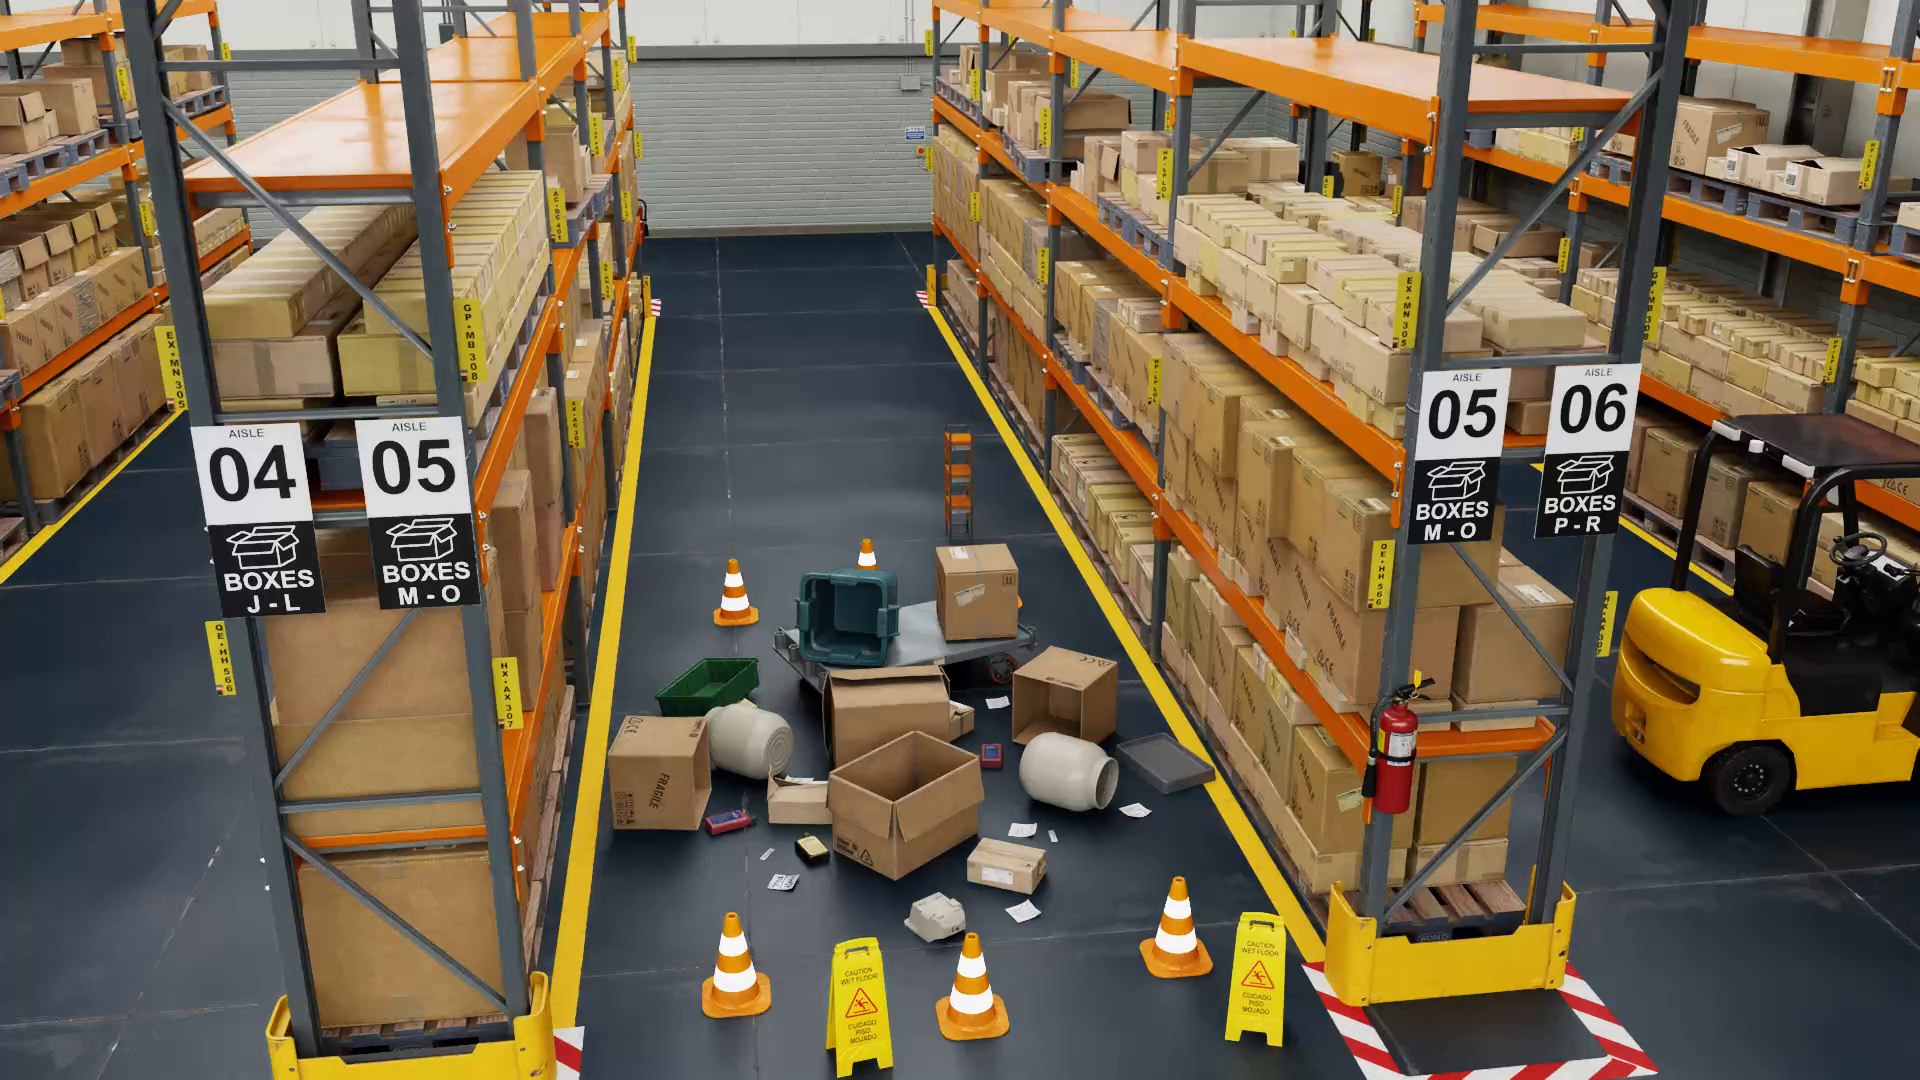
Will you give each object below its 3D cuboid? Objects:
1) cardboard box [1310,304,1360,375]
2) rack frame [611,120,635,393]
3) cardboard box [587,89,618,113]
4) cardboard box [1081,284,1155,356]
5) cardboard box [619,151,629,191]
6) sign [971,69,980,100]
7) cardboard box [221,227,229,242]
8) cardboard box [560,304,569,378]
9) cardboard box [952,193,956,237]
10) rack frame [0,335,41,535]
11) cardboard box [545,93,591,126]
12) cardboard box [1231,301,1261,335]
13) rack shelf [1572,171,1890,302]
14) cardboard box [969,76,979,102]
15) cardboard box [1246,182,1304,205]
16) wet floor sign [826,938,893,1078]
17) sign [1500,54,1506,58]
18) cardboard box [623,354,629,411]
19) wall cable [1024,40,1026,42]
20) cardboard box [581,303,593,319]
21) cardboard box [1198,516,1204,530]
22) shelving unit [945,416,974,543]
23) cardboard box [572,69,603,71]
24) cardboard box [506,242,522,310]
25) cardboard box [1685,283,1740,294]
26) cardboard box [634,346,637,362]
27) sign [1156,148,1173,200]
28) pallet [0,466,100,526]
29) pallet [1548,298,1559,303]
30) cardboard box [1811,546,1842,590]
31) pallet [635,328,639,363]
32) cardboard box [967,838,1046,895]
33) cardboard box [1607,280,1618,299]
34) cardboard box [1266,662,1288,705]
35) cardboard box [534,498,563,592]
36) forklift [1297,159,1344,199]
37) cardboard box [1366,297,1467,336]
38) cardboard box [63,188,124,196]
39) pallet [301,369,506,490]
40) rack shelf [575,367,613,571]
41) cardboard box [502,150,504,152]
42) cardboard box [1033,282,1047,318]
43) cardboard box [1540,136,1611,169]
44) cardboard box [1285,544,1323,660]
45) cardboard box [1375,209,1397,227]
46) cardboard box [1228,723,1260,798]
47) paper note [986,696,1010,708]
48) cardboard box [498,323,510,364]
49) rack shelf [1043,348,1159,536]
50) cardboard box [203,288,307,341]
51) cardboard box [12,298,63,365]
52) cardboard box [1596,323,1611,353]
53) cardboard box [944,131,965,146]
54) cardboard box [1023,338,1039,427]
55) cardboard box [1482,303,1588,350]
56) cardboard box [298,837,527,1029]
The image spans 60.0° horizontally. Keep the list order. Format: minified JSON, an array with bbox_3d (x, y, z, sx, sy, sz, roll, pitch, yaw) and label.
[{"bbox_3d":[2.049,-0.988,8.150,0.500,0.250,0.500,-3,21,-8],"label":"cardboard box"},{"bbox_3d":[-4.166,-3.045,18.157,1.000,3.000,0.127,-3,21,-8],"label":"rack frame"},{"bbox_3d":[-3.998,-4.793,18.049,0.500,0.250,0.500,-2,21,-6],"label":"cardboard box"},{"bbox_3d":[1.295,-1.797,13.646,0.500,0.500,0.500,-3,21,-7],"label":"cardboard box"},{"bbox_3d":[-4.122,-4.223,19.313,0.500,0.500,0.500,-3,21,-7],"label":"cardboard box"},{"bbox_3d":[0.168,-4.986,18.213,0.100,0.325,0.005,-3,21,-8],"label":"sign"},{"bbox_3d":[-9.179,-3.727,20.341,0.380,0.149,0.250,-3,21,-7],"label":"cardboard box"},{"bbox_3d":[-3.311,-1.490,12.421,0.700,0.500,0.500,-3,21,-8],"label":"cardboard box"},{"bbox_3d":[0.171,-4.058,20.724,0.500,0.500,0.500,-2,21,-6],"label":"cardboard box"},{"bbox_3d":[-8.512,-1.445,13.872,1.000,3.000,0.127,-3,21,-8],"label":"rack frame"},{"bbox_3d":[-3.450,-3.803,14.663,0.396,0.266,0.258,-3,21,-8],"label":"cardboard box"},{"bbox_3d":[1.772,-1.276,9.493,0.380,0.149,0.250,-3,21,-9],"label":"cardboard box"},{"bbox_3d":[6.494,-2.572,13.631,1.077,0.370,4.000,-3,21,-8],"label":"rack shelf"},{"bbox_3d":[0.309,-5.121,18.875,0.396,0.266,0.258,-2,21,-6],"label":"cardboard box"},{"bbox_3d":[2.183,-2.314,11.526,0.500,0.250,0.500,-3,21,-9],"label":"cardboard box"},{"bbox_3d":[-0.473,2.123,7.685,0.267,0.644,0.232,-7,21,-17],"label":"wet floor sign"},{"bbox_3d":[6.177,-5.443,18.987,0.100,0.325,0.005,-3,21,-8],"label":"sign"},{"bbox_3d":[-3.737,-1.650,17.393,0.500,0.500,0.500,-3,21,-9],"label":"cardboard box"},{"bbox_3d":[2.549,-9.662,27.246,2.988,3.039,0.133,-3,21,-8],"label":"wall cable"},{"bbox_3d":[-3.461,-2.056,14.842,0.380,0.149,0.250,-2,21,-5],"label":"cardboard box"},{"bbox_3d":[1.755,-0.142,10.742,0.380,0.149,0.250,-3,21,-8],"label":"cardboard box"},{"bbox_3d":[-0.008,-0.510,14.156,0.215,1.050,0.252,-3,21,-8],"label":"shelving unit"},{"bbox_3d":[-4.067,-5.094,18.285,0.380,0.149,0.250,-3,21,-8],"label":"cardboard box"},{"bbox_3d":[-2.471,-1.312,8.276,0.500,0.250,0.500,-3,21,-8],"label":"cardboard box"},{"bbox_3d":[6.682,-2.186,14.785,0.380,0.149,0.250,-3,21,-9],"label":"cardboard box"},{"bbox_3d":[-3.939,-2.141,19.210,0.380,0.149,0.250,-2,21,-6],"label":"cardboard box"},{"bbox_3d":[1.322,-2.363,10.740,0.100,0.325,0.005,-3,21,-8],"label":"sign"},{"bbox_3d":[-8.552,-0.416,15.101,1.003,0.211,1.213,-3,21,-8],"label":"pallet"},{"bbox_3d":[6.038,-2.338,16.537,1.213,0.211,1.003,-3,21,-8],"label":"pallet"},{"bbox_3d":[6.546,0.229,12.006,0.500,0.250,0.500,-3,21,-8],"label":"cardboard box"},{"bbox_3d":[-4.477,-2.393,20.396,1.003,0.211,1.213,-3,21,-8],"label":"pallet"},{"bbox_3d":[0.260,1.809,9.235,0.380,0.149,0.250,8,22,20],"label":"cardboard box"},{"bbox_3d":[6.062,-2.242,14.936,0.380,0.149,0.250,-2,21,-6],"label":"cardboard box"},{"bbox_3d":[1.921,0.786,9.230,0.380,0.149,0.250,-3,21,-7],"label":"cardboard box"},{"bbox_3d":[-2.846,-0.029,9.867,0.875,0.550,0.550,-3,21,-8],"label":"cardboard box"},{"bbox_3d":[3.118,-1.899,15.187,1.130,2.935,3.031,-3,21,-9],"label":"forklift"},{"bbox_3d":[2.107,-1.030,7.692,0.380,0.149,0.250,-3,21,-7],"label":"cardboard box"},{"bbox_3d":[-9.488,-3.570,18.279,0.500,0.500,0.500,-3,21,-7],"label":"cardboard box"},{"bbox_3d":[-2.554,-0.510,7.209,1.003,0.211,1.213,-3,21,-8],"label":"pallet"},{"bbox_3d":[-3.301,-0.631,12.720,1.077,0.370,4.000,-3,21,-8],"label":"rack shelf"},{"bbox_3d":[-3.703,-3.006,13.148,0.500,0.311,0.500,-3,21,-8],"label":"cardboard box"},{"bbox_3d":[0.973,-2.264,15.564,0.500,0.250,0.500,-3,21,-8],"label":"cardboard box"},{"bbox_3d":[5.891,-3.697,15.829,0.500,0.250,0.500,-4,21,-10],"label":"cardboard box"},{"bbox_3d":[2.029,0.291,8.656,0.500,0.500,0.500,-3,21,-8],"label":"cardboard box"},{"bbox_3d":[5.314,-3.815,20.006,0.500,0.250,0.500,-2,21,-6],"label":"cardboard box"},{"bbox_3d":[1.917,1.289,9.881,0.500,0.250,0.500,-4,21,-10],"label":"cardboard box"},{"bbox_3d":[0.259,1.100,11.300,0.148,0.019,0.142,-3,21,-8],"label":"paper note"},{"bbox_3d":[-2.315,-0.906,7.758,0.380,0.149,0.250,-3,21,-8],"label":"cardboard box"},{"bbox_3d":[1.582,-0.915,13.483,1.077,0.370,4.000,-3,21,-8],"label":"rack shelf"},{"bbox_3d":[-2.821,-0.895,6.588,0.380,0.149,0.250,-3,21,-7],"label":"cardboard box"},{"bbox_3d":[-8.390,-1.852,14.820,0.500,0.500,0.500,-3,21,-9],"label":"cardboard box"},{"bbox_3d":[6.095,-1.786,14.999,0.500,0.250,0.500,-3,21,-9],"label":"cardboard box"},{"bbox_3d":[0.006,-5.124,21.223,0.380,0.149,0.250,-4,21,-10],"label":"cardboard box"},{"bbox_3d":[1.152,-1.699,16.988,0.875,0.875,0.875,-3,21,-7],"label":"cardboard box"},{"bbox_3d":[2.598,-0.969,7.531,0.380,0.149,0.250,-3,21,-8],"label":"cardboard box"},{"bbox_3d":[-2.600,1.677,7.951,0.875,0.875,0.875,-3,21,-7],"label":"cardboard box"}]
